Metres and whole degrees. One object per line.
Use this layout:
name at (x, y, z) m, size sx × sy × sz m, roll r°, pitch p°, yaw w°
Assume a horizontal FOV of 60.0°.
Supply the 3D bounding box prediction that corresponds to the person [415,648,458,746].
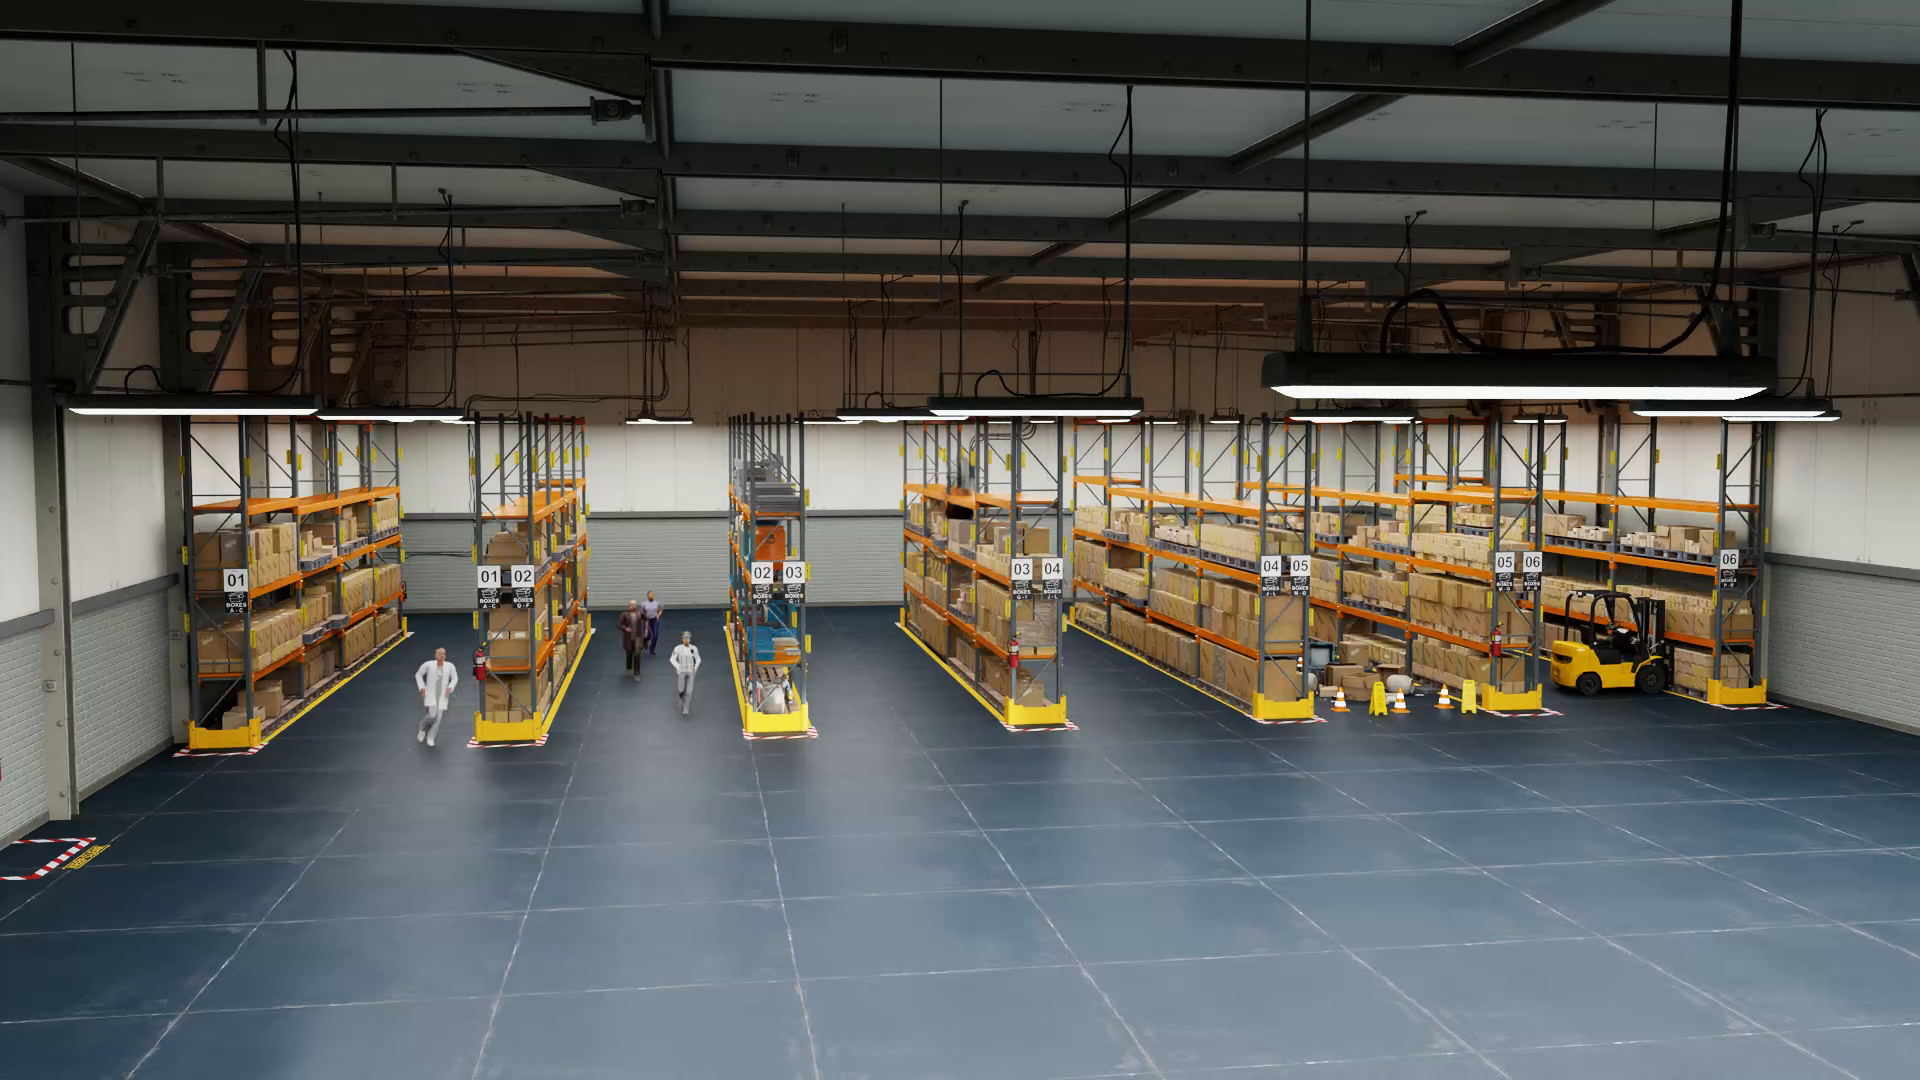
person at (-9.421, 2.827, 30.044) m, size 0.707 × 1.746 × 0.598 m, roll -2°, pitch 5°, yaw -31°

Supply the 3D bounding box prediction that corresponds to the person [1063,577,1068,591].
person at (2.838, 1.582, 49.188) m, size 0.874 × 1.571 × 0.604 m, roll -3°, pitch 5°, yaw -40°

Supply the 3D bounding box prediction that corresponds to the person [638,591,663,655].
person at (-7.782, 2.082, 41.883) m, size 0.607 × 1.600 × 0.549 m, roll -2°, pitch 4°, yaw -22°

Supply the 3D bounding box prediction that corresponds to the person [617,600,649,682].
person at (-7.414, 2.310, 37.726) m, size 0.734 × 1.726 × 0.937 m, roll -1°, pitch 4°, yaw -15°

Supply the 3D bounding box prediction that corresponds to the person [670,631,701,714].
person at (-5.462, 2.638, 33.189) m, size 0.599 × 1.652 × 0.490 m, roll -1°, pitch 4°, yaw -15°
